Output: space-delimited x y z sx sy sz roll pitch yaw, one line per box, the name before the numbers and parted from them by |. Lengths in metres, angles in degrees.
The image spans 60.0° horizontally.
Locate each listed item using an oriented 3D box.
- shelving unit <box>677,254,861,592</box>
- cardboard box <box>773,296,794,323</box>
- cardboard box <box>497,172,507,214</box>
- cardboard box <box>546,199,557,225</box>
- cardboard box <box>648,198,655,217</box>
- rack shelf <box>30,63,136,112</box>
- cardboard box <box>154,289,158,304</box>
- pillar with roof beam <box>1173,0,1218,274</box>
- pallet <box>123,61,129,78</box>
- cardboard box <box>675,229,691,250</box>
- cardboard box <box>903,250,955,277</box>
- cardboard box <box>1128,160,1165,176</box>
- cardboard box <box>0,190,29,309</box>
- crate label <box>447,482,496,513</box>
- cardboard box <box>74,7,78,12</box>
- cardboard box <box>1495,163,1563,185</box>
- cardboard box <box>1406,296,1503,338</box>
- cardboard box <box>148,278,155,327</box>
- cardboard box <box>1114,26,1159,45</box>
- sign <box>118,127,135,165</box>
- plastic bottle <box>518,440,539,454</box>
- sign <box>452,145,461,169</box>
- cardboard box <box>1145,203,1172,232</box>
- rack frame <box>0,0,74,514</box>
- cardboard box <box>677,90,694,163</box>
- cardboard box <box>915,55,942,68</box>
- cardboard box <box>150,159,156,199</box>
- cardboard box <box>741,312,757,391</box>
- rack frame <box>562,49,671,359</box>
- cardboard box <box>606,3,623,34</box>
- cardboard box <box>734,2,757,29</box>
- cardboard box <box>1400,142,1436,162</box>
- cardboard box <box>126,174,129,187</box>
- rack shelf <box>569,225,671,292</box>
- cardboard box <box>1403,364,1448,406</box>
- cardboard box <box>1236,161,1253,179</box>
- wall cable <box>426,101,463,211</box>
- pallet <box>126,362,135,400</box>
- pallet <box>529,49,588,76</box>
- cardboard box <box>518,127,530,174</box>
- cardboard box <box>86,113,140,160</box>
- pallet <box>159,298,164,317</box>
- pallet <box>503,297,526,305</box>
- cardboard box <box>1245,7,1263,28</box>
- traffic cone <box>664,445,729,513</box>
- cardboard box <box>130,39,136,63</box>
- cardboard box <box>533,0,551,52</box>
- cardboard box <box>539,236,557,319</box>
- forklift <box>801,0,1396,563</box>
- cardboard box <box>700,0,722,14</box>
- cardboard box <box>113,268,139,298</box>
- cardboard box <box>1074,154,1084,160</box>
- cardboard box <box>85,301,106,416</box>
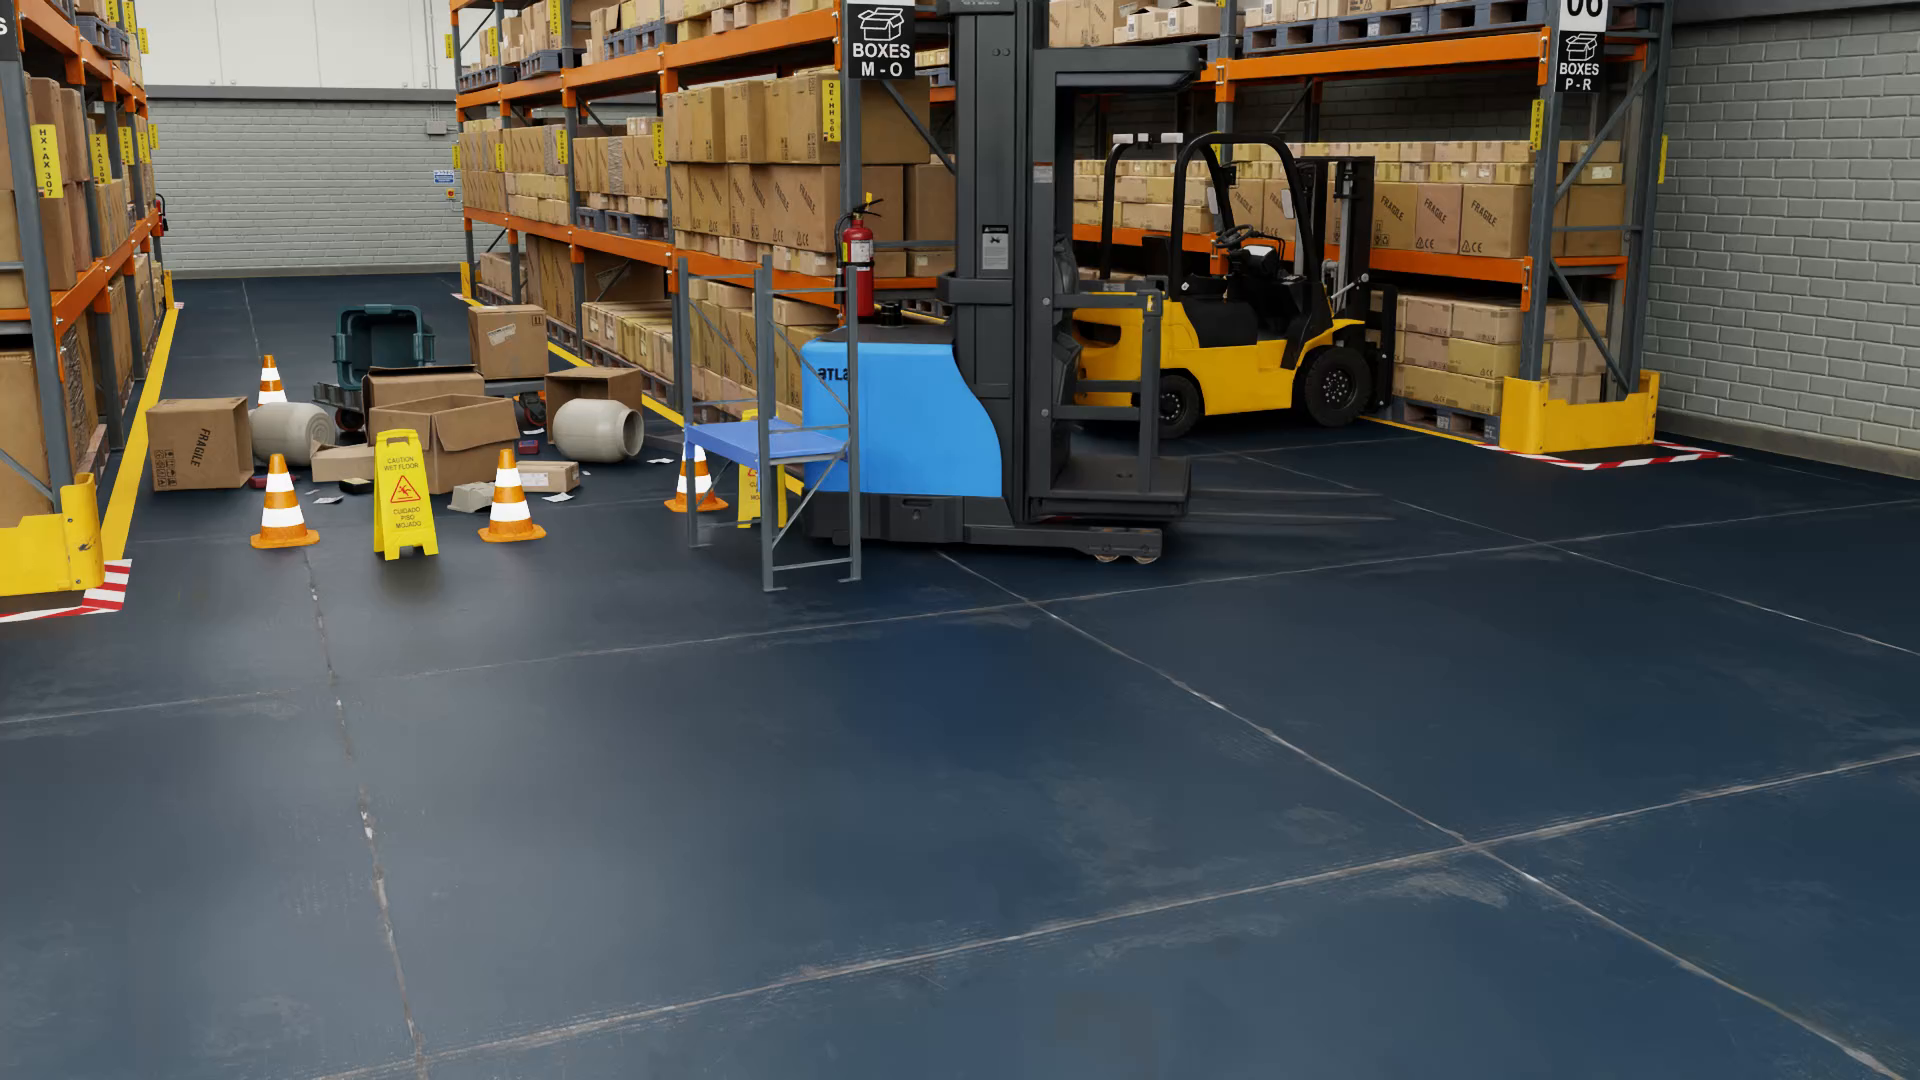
shelving unit | -0.950 -0.615 8.202 0.538 1.500 1.048 -7 15 -28
cardboard box | -1.056 -1.500 10.763 0.380 0.149 0.250 -5 14 -22
cardboard box | -5.416 -4.290 20.533 0.500 0.500 0.500 -5 14 -22
cardboard box | -4.054 -3.455 17.476 0.500 0.250 0.500 -5 14 -22
cardboard box | -2.340 -2.736 13.663 0.380 0.149 0.250 -6 14 -25
rack shelf | -8.690 -4.399 16.165 1.077 0.370 4.000 -6 14 -23
cardboard box | -9.344 -2.765 18.897 0.380 0.149 0.250 -5 14 -20
pillar with roof beam | -1.444 -6.137 15.431 9.100 9.000 0.400 -6 14 -23
pallet | -9.342 -4.934 17.298 1.213 0.211 1.003 -6 14 -23
cardboard box | -1.960 -2.300 12.710 0.380 0.149 0.250 -6 14 -23
cardboard box | -0.136 -1.656 9.930 0.380 0.149 0.250 -6 14 -23
cardboard box | 1.875 -3.642 16.292 0.380 0.149 0.250 -5 14 -22
cardboard box | -4.875 -1.367 7.792 0.875 0.550 0.550 -6 14 -23
crate label | -2.796 -0.254 9.662 0.298 0.136 0.250 9 16 35
cardboard box | -6.842 -4.103 12.438 0.396 0.266 0.258 -6 14 -23
cardboard box | 3.961 -2.550 11.574 0.380 0.149 0.250 -5 14 -22
cardboard box | 3.677 -1.663 12.351 0.500 0.250 0.500 -5 14 -22
cardboard box | -8.964 -2.557 17.880 0.500 0.500 0.500 -6 14 -24
cardboard box | 1.727 -4.916 16.212 0.380 0.149 0.250 -6 14 -24
sign | -7.382 -3.489 14.726 0.100 0.325 0.005 -6 14 -23
plastic bottle | -2.993 -0.648 11.536 0.133 0.061 0.283 -3 13 -13
sign | -7.110 -5.407 23.483 0.100 0.325 0.005 -6 14 -23
cardboard box | 2.107 -3.076 15.840 0.500 0.250 0.500 -6 14 -23
rack frame | -4.685 -1.222 7.496 1.000 3.000 0.127 -6 14 -23
cardboard box | -1.630 -2.979 11.989 0.700 0.500 0.500 -6 14 -23
cardboard box | -0.409 -5.952 20.688 0.380 0.149 0.250 -5 14 -22
cardboard box | -10.678 -4.651 21.433 0.500 0.500 0.500 -5 14 -22
cardboard box | -1.157 -1.274 11.227 0.500 0.500 0.500 -6 14 -24
rack frame | -3.394 -3.342 16.659 1.000 3.000 0.127 -6 14 -23
cardboard box | -2.757 -4.542 14.959 0.797 0.503 0.637 -6 14 -23
cardboard box | -1.245 -3.390 10.771 0.380 0.149 0.250 -6 14 -24
cardboard box | 3.526 -2.905 12.449 0.380 0.149 0.250 -5 14 -22
cardboard box | -9.045 -3.809 17.642 0.380 0.149 0.250 -6 14 -23
rack shelf | -2.593 -2.579 14.955 1.077 0.370 4.000 -6 14 -23
cardboard box | 3.689 -1.176 12.465 0.500 0.250 0.500 -6 14 -23
cardboard box | 2.641 -3.240 14.557 0.380 0.149 0.250 -6 14 -24
wall cable | -8.879 -6.668 28.707 0.585 1.953 0.123 -6 14 -23
pallet | -7.642 -1.346 14.218 1.003 0.211 1.213 -6 14 -23
pallet | -3.701 -4.840 16.896 1.213 0.211 1.003 -5 14 -20
cardboard box | -4.656 -4.381 18.709 0.500 0.500 0.500 -6 14 -24
cardboard box | -9.449 -4.497 18.548 0.500 0.500 0.500 -5 14 -22
pallet | -10.770 -2.982 21.286 1.003 0.211 1.213 -6 14 -23
pallet | -5.229 -2.974 21.253 1.003 0.211 1.213 -6 14 -23
cardboard box | 2.656 -4.437 14.141 0.380 0.149 0.250 -5 14 -22
traffic cone | -1.544 -0.426 9.684 0.336 0.463 0.334 -6 14 -23
cardboard box | -9.849 -5.662 19.254 0.500 0.250 0.500 -5 14 -22
cardboard box | -3.965 -5.244 17.072 0.700 0.500 0.500 -6 15 -26
cardboard box | -4.306 -3.031 19.096 0.875 0.875 0.875 -5 14 -21
forklift | 0.736 -1.440 8.590 3.031 2.935 1.130 2 13 9
cardboard box | -1.463 -3.723 11.325 0.500 0.250 0.500 -5 14 -22
cardboard box | -7.944 -2.391 15.497 0.500 0.250 0.500 -6 14 -26
cardboard box | 1.089 -4.165 19.061 0.500 0.500 0.500 -5 14 -20
cardboard box | -6.618 -1.277 11.792 1.050 0.750 0.750 -6 14 -23
